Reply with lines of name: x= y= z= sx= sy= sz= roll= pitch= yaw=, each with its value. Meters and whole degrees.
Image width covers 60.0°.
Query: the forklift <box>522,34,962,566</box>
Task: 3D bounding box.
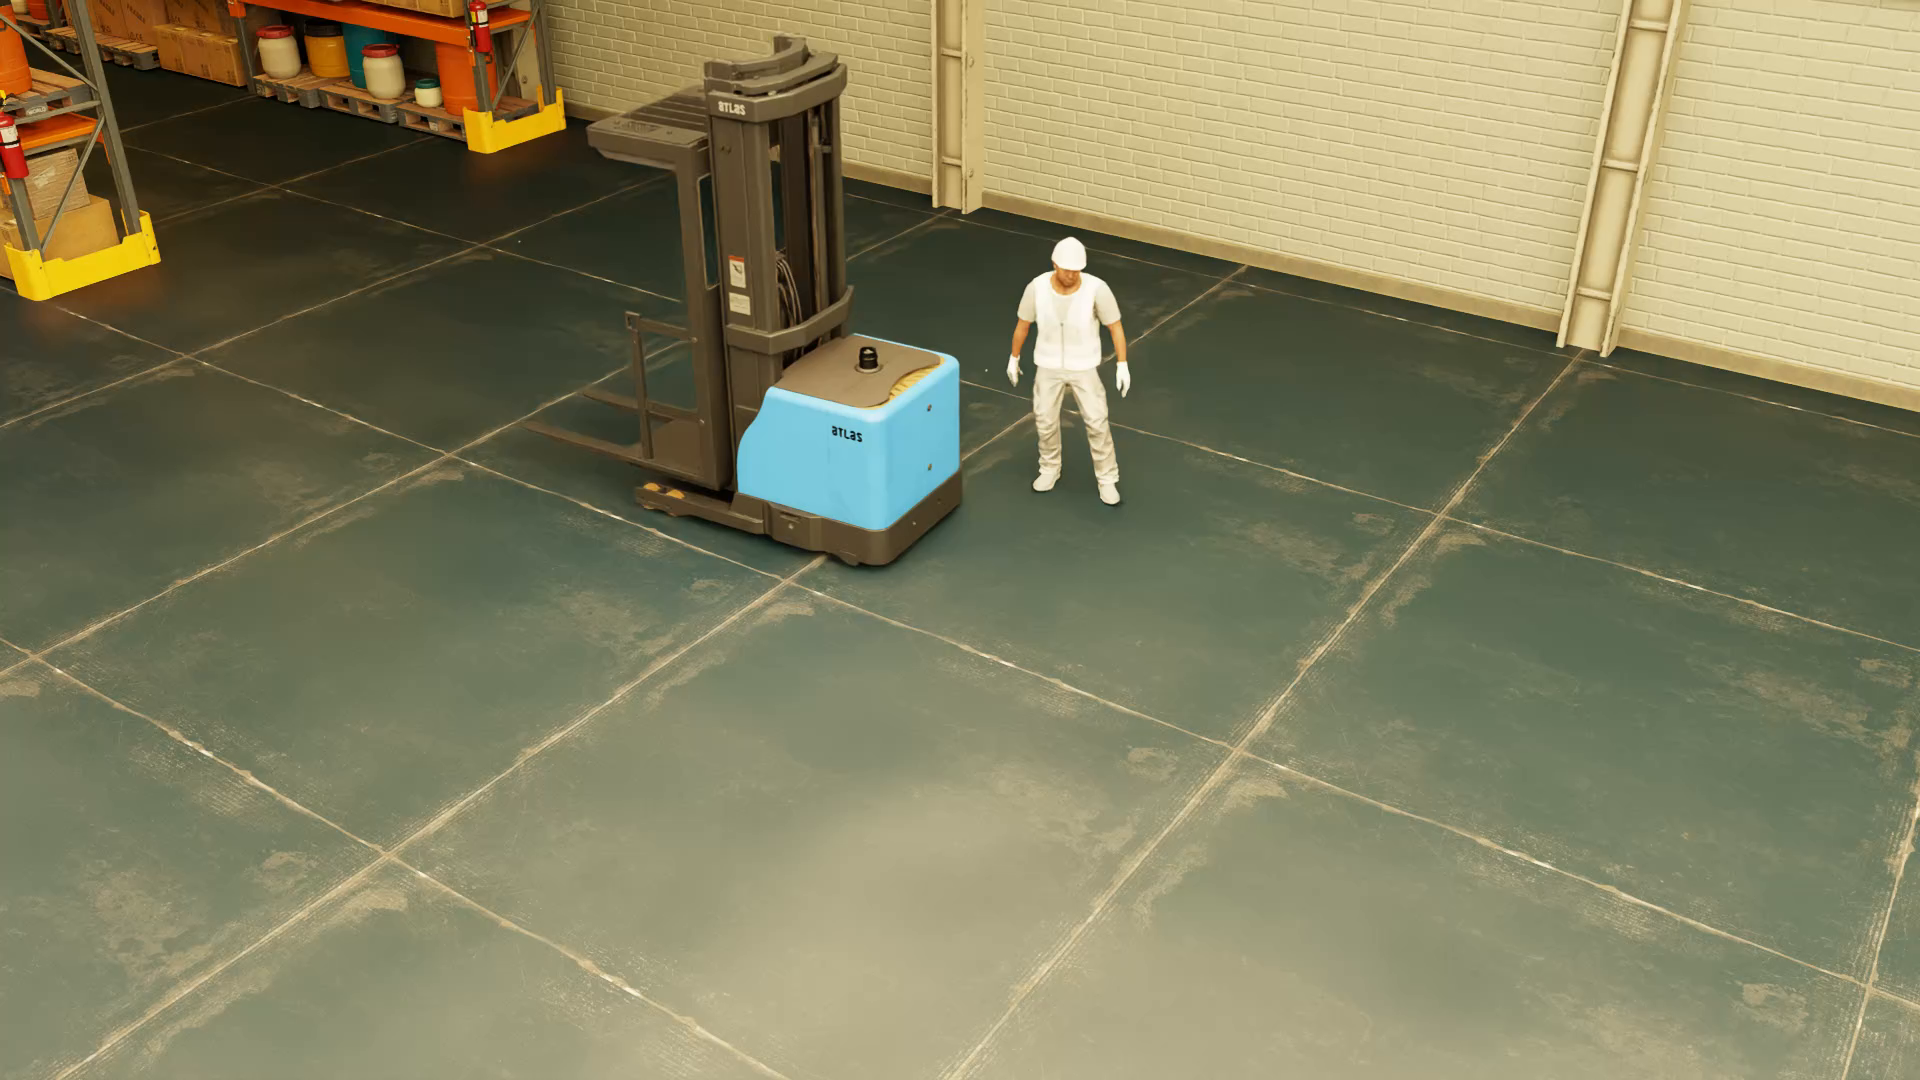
forklift: x=-1.527 y=-1.634 z=10.395 sx=3.031 sy=2.935 sz=1.130 roll=16 pitch=34 yaw=25

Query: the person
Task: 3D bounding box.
person: x=0.694 y=-1.107 z=10.661 sx=0.812 sy=1.754 sz=0.414 roll=6 pitch=31 yaw=10
